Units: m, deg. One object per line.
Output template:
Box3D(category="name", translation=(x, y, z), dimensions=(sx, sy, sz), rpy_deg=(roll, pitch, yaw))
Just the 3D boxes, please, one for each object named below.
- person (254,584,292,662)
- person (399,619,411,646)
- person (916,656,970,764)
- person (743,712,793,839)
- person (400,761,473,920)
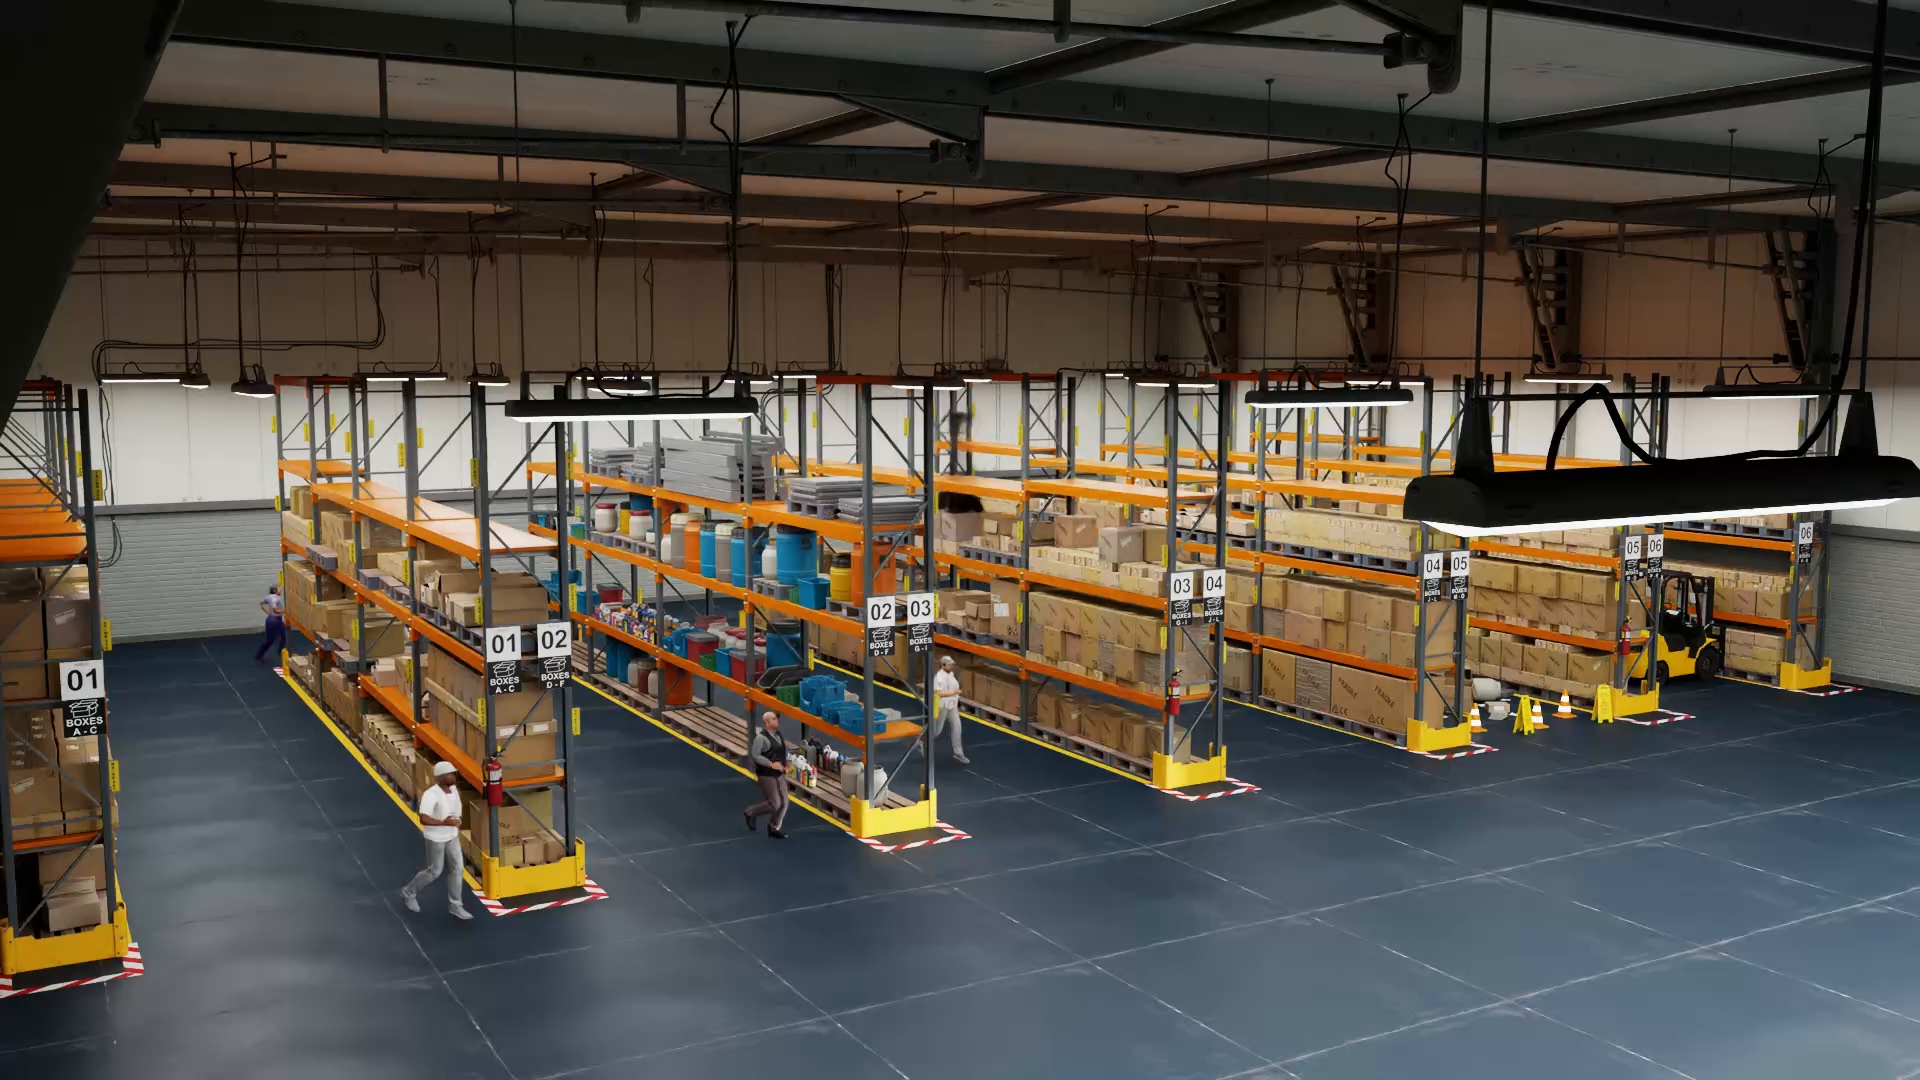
Box3D(category="person", translation=(-14.282, 1.762, 34.528), dimensions=(0.767, 1.672, 0.582), rpy_deg=(-3, 7, -23))
Box3D(category="person", translation=(-11.586, 1.774, 34.228), dimensions=(0.528, 1.650, 0.640), rpy_deg=(4, 7, 30))
Box3D(category="person", translation=(-0.264, 2.634, 26.068), dimensions=(0.933, 1.667, 0.598), rpy_deg=(4, 7, 33))
Box3D(category="person", translation=(-2.525, 3.094, 21.975), dimensions=(0.654, 1.681, 0.654), rpy_deg=(3, 7, 24))
Box3D(category="person", translation=(-5.918, 3.398, 18.925), dimensions=(0.869, 1.786, 0.731), rpy_deg=(2, 7, 20))
